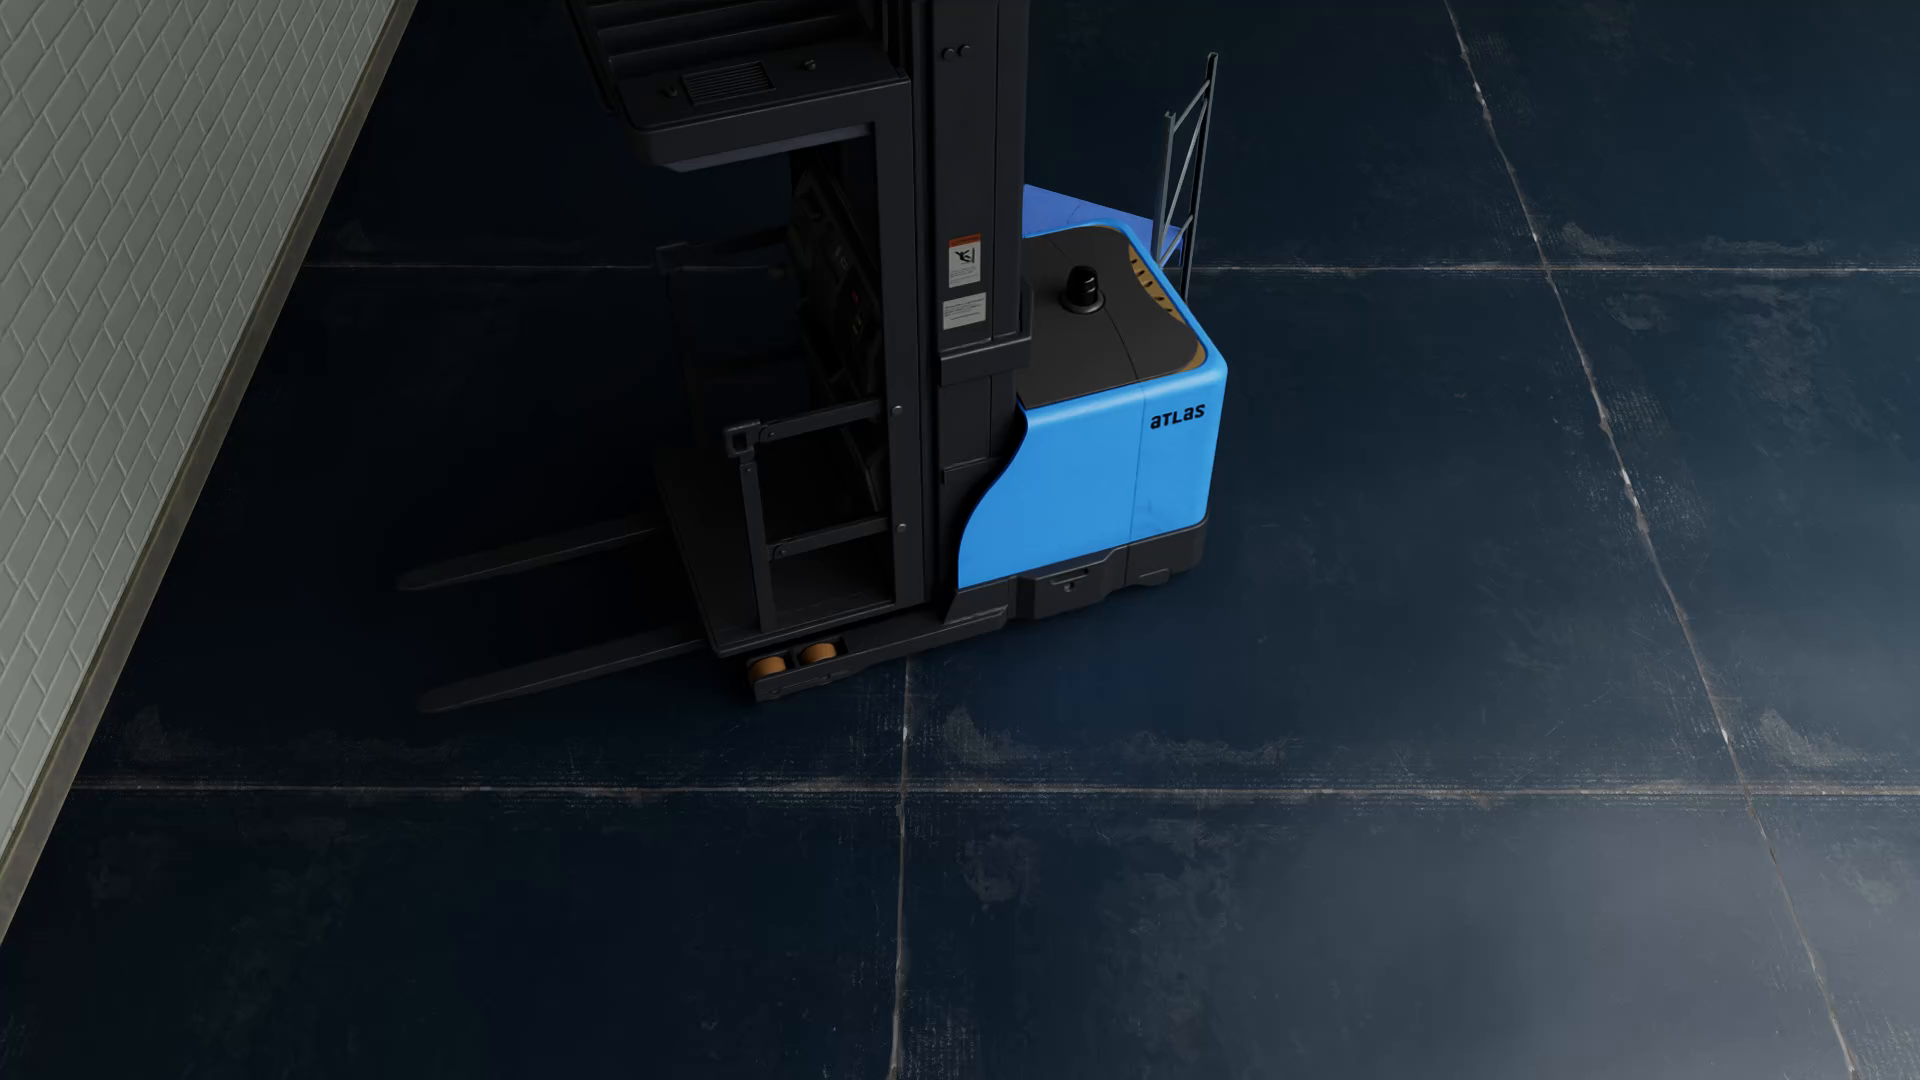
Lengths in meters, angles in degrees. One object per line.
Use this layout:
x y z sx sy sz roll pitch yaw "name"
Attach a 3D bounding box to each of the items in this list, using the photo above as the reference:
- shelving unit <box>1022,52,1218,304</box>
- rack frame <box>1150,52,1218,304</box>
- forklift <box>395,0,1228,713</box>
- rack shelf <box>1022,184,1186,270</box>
0.424 -1.384 7.013 1.048 1.500 0.538 20 50 18 "shelving unit"
0.880 -1.219 6.860 0.032 1.500 0.500 20 50 18 "rack frame"
-0.607 -0.844 5.533 3.031 2.935 1.130 -15 49 -13 "forklift"
0.424 -1.261 7.145 1.000 0.185 0.538 20 50 18 "rack shelf"
